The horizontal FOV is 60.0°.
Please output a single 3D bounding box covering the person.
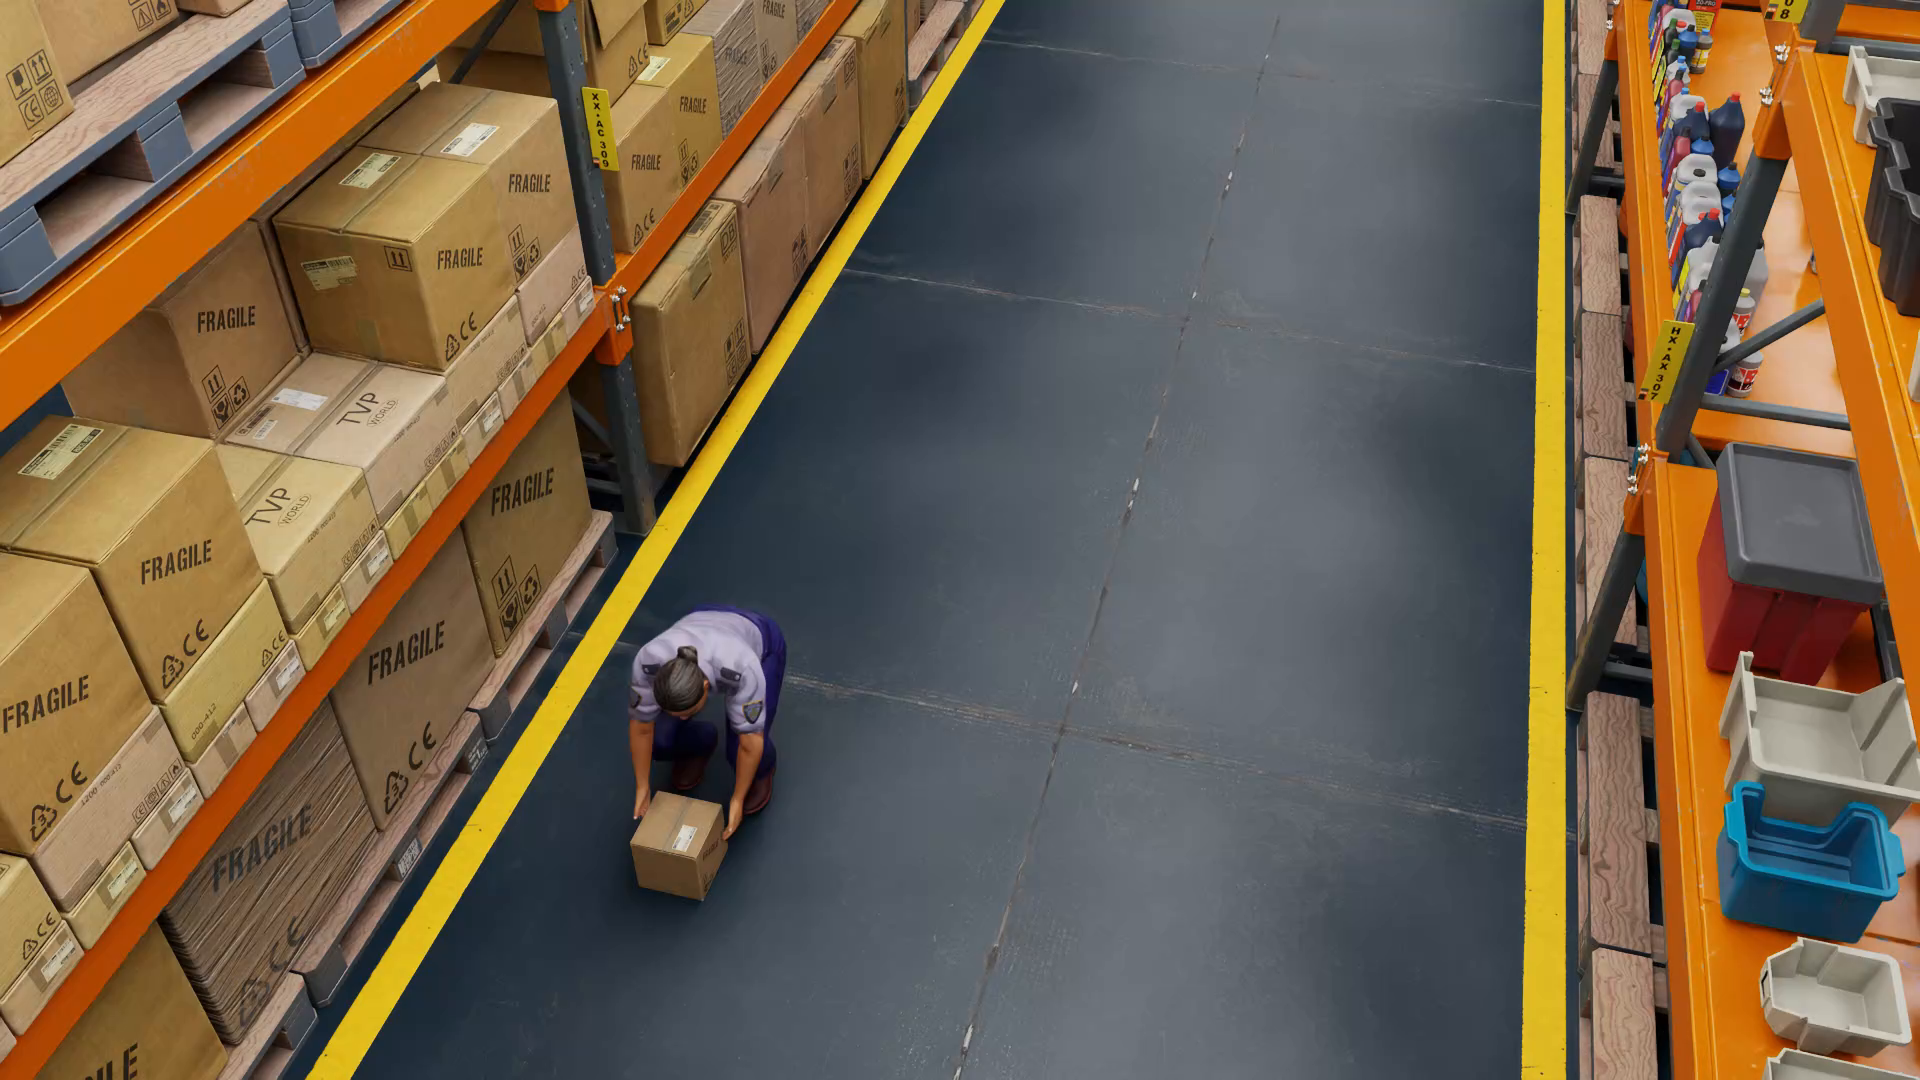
[{"bbox_3d":[-0.896,0.608,6.018,0.525,0.940,0.821,10,42,11],"label":"person"}]
